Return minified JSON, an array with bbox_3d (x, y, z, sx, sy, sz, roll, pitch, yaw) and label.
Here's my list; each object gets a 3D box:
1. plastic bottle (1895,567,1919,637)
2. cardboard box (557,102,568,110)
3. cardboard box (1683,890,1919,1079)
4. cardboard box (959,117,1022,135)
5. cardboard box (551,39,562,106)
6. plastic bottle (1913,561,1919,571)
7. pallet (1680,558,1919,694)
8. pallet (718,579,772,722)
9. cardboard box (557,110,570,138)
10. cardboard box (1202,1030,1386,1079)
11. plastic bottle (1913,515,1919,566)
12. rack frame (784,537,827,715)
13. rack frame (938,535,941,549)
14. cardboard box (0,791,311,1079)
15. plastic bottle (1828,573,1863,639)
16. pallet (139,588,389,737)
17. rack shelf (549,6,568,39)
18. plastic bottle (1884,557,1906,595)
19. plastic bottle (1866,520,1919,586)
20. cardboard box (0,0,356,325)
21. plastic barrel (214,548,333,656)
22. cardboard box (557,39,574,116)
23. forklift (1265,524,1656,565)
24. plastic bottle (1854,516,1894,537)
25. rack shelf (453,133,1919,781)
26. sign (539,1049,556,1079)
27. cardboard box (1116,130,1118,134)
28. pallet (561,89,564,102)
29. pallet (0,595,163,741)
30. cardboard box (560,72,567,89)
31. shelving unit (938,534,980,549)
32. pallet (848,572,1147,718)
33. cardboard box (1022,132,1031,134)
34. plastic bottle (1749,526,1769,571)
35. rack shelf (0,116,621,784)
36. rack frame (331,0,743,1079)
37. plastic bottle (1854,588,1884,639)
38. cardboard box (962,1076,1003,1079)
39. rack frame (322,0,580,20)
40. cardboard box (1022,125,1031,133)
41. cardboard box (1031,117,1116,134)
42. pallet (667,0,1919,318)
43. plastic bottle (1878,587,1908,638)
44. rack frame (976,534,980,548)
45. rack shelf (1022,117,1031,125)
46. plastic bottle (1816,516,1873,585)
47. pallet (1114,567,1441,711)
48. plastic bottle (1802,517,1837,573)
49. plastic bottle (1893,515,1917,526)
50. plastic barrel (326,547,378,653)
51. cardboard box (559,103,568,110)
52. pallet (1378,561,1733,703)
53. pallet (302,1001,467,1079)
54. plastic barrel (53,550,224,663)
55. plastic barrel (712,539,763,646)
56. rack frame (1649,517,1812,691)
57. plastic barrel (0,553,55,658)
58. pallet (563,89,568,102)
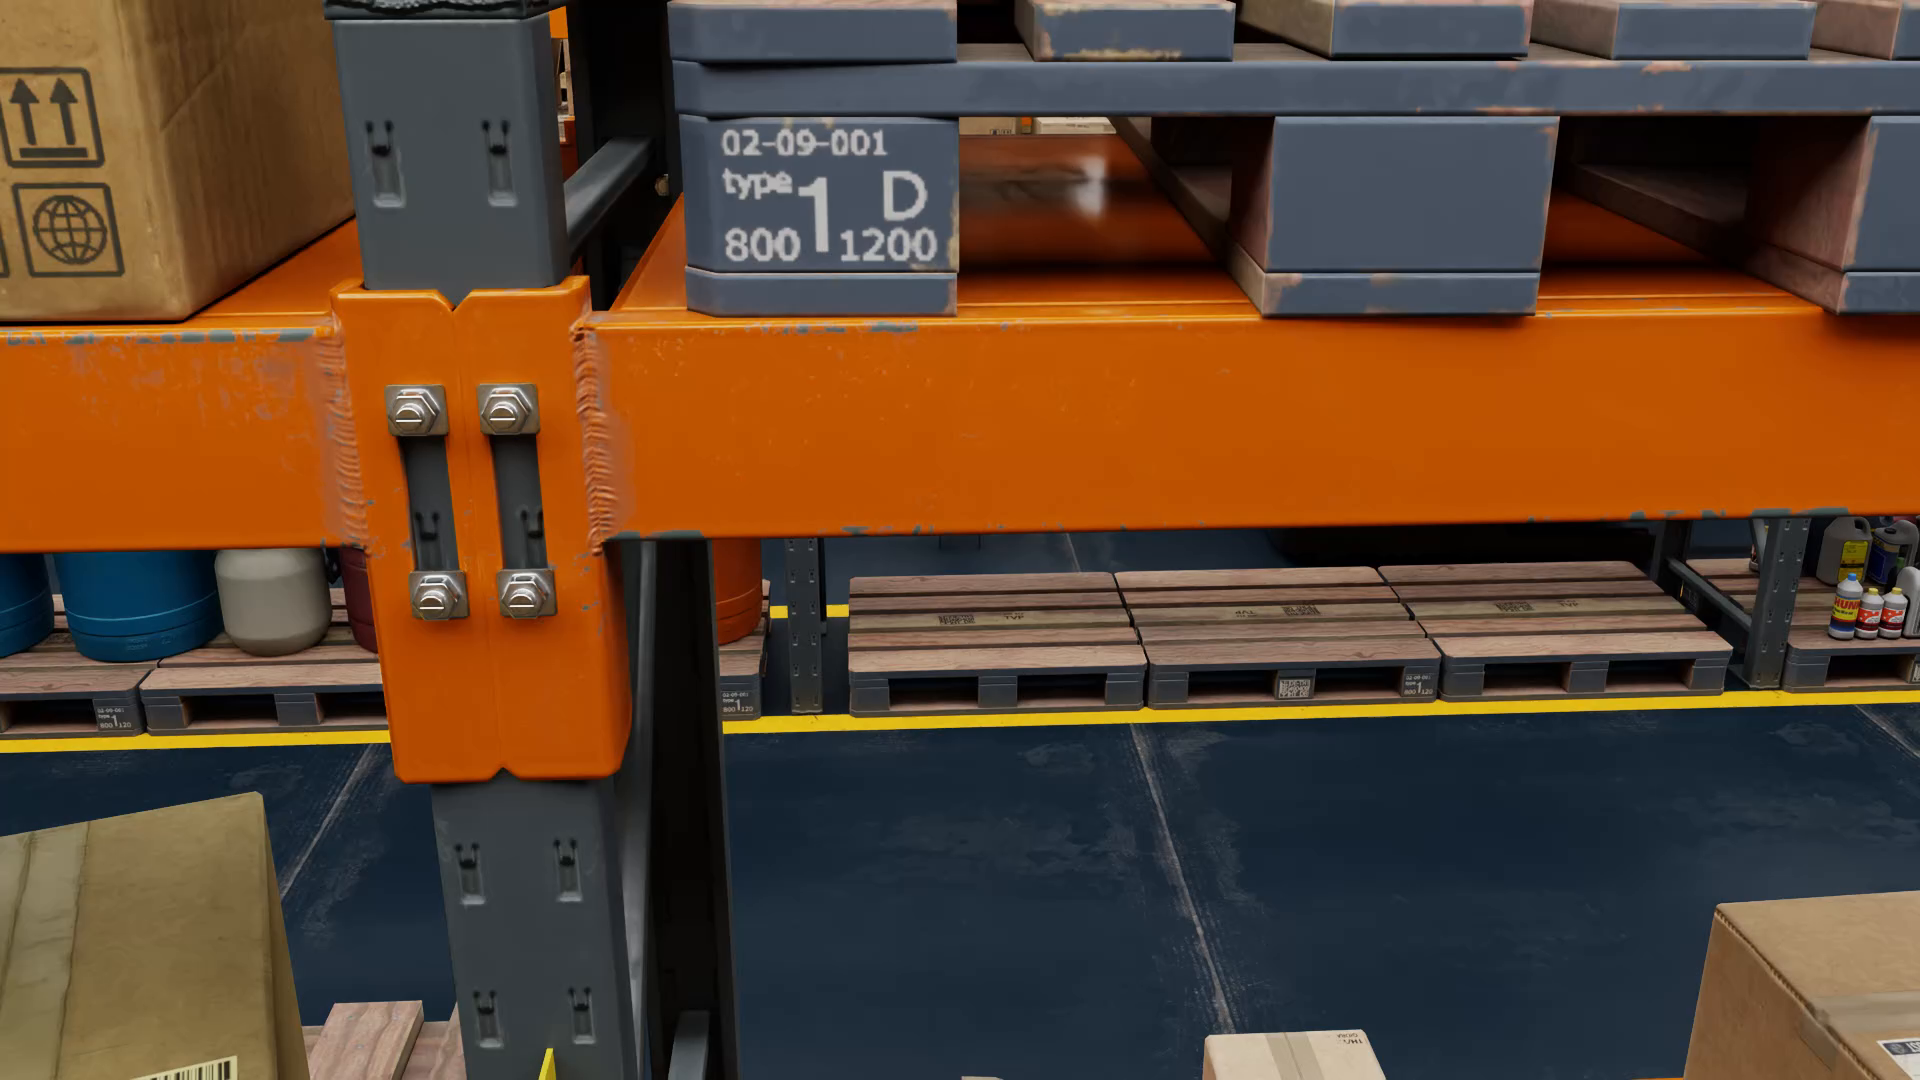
[{"bbox_3d":[4.008,0.251,6.957,0.135,0.276,0.152,0,21,-1],"label":"plastic bottle"},{"bbox_3d":[-2.958,-2.729,11.432,0.500,0.500,0.500,-1,21,-3],"label":"cardboard box"},{"bbox_3d":[1.304,0.805,2.151,0.500,0.500,0.500,-2,21,-6],"label":"cardboard box"},{"bbox_3d":[0.156,-2.943,11.404,0.500,0.500,0.700,2,21,5],"label":"cardboard box"},{"bbox_3d":[-2.983,-3.106,11.013,0.637,0.503,0.797,0,21,-1],"label":"cardboard box"},{"bbox_3d":[4.165,0.163,7.083,0.185,0.351,0.144,-1,21,-3],"label":"plastic bottle"},{"bbox_3d":[4.017,0.355,7.393,1.213,0.211,1.003,-1,21,-3],"label":"pallet"},{"bbox_3d":[-1.434,0.466,7.101,1.213,0.211,1.003,-1,21,-3],"label":"pallet"},{"bbox_3d":[-2.427,-2.557,10.980,0.500,0.500,0.500,-2,21,-5],"label":"cardboard box"},{"bbox_3d":[0.512,0.892,2.415,0.250,0.149,0.380,-1,21,-3],"label":"cardboard box"},{"bbox_3d":[4.484,-0.043,7.623,0.185,0.351,0.144,-1,21,-3],"label":"plastic bottle"},{"bbox_3d":[-0.650,-0.868,6.686,0.127,3.000,1.000,-1,21,-3],"label":"rack frame"},{"bbox_3d":[-0.110,-0.418,8.455,0.006,0.900,0.240,-1,21,-3],"label":"rack frame"},{"bbox_3d":[-0.993,0.701,1.833,0.500,0.500,0.700,-8,22,-21],"label":"cardboard box"},{"bbox_3d":[3.687,0.269,6.915,0.097,0.271,0.097,0,21,0],"label":"plastic bottle"},{"bbox_3d":[-2.649,0.489,7.039,1.213,0.211,1.003,-1,21,-3],"label":"pallet"},{"bbox_3d":[-2.646,-1.893,6.174,4.000,0.370,1.077,-1,21,-3],"label":"rack shelf"},{"bbox_3d":[4.002,0.209,7.055,0.133,0.283,0.061,-1,21,-3],"label":"plastic bottle"},{"bbox_3d":[4.196,0.050,7.482,0.135,0.276,0.152,-1,21,-3],"label":"plastic bottle"},{"bbox_3d":[-0.804,-0.536,1.458,0.500,0.500,0.910,-1,21,-3],"label":"cardboard box"},{"bbox_3d":[-2.823,0.180,6.838,0.421,0.512,0.421,0,21,0],"label":"plastic barrel"},{"bbox_3d":[-2.314,-3.122,11.055,0.637,0.503,0.797,-1,21,-2],"label":"cardboard box"},{"bbox_3d":[3.081,-1.433,8.266,3.031,2.935,1.130,-1,21,-1],"label":"forklift"},{"bbox_3d":[4.162,-0.037,7.606,0.185,0.351,0.144,-2,21,-6],"label":"plastic bottle"},{"bbox_3d":[1.626,-0.215,1.765,4.000,0.370,1.077,-1,21,-3],"label":"rack shelf"},{"bbox_3d":[-0.330,0.580,1.367,0.005,0.325,0.100,-1,21,-3],"label":"sign"},{"bbox_3d":[1.336,-2.886,11.249,0.637,0.503,0.797,1,21,2],"label":"cardboard box"},{"bbox_3d":[-4.337,-4.185,15.666,1.213,0.211,1.003,-1,21,-3],"label":"pallet"},{"bbox_3d":[-3.870,0.515,6.971,1.213,0.211,1.003,-1,21,-3],"label":"pallet"},{"bbox_3d":[-3.657,-4.255,15.345,0.250,0.149,0.380,-2,21,-5],"label":"cardboard box"},{"bbox_3d":[-0.008,-0.420,8.460,0.210,0.900,0.258,-1,21,-3],"label":"shelving unit"},{"bbox_3d":[0.126,0.433,7.187,1.213,0.211,1.003,-1,21,-3],"label":"pallet"},{"bbox_3d":[0.371,-3.536,16.264,0.750,0.750,1.050,-1,21,-2],"label":"cardboard box"},{"bbox_3d":[3.688,0.034,7.629,0.097,0.201,0.097,0,21,0],"label":"plastic bottle"},{"bbox_3d":[-2.367,-0.134,1.552,4.000,0.370,1.077,-1,21,-3],"label":"rack shelf"},{"bbox_3d":[-0.371,0.891,2.064,0.127,3.000,1.000,-1,21,-3],"label":"rack frame"},{"bbox_3d":[3.789,0.300,6.933,0.097,0.201,0.097,0,21,0],"label":"plastic bottle"},{"bbox_3d":[-0.005,0.941,2.059,0.500,0.311,0.500,0,21,0],"label":"cardboard box"},{"bbox_3d":[-0.371,-1.912,0.997,0.127,3.000,1.000,-1,21,-3],"label":"rack frame"},{"bbox_3d":[0.560,-5.155,21.049,0.625,0.372,0.950,0,21,-1],"label":"cardboard box"},{"bbox_3d":[0.754,-2.706,11.134,0.500,0.250,0.500,-2,21,-5],"label":"cardboard box"},{"bbox_3d":[0.302,-0.468,1.684,1.003,0.211,1.213,0,21,-1],"label":"pallet"},{"bbox_3d":[3.890,0.298,6.938,0.097,0.201,0.097,0,21,0],"label":"plastic bottle"},{"bbox_3d":[0.093,-0.422,8.466,0.006,0.900,0.240,-1,21,-3],"label":"rack frame"},{"bbox_3d":[0.882,-4.096,16.175,4.000,0.370,1.077,-1,21,-3],"label":"rack shelf"},{"bbox_3d":[3.979,0.018,7.461,0.185,0.351,0.144,-1,21,-3],"label":"plastic bottle"},{"bbox_3d":[1.341,0.409,7.250,1.213,0.211,1.003,-1,21,-3],"label":"pallet"},{"bbox_3d":[3.970,-0.033,7.596,0.185,0.351,0.144,-2,21,-4],"label":"plastic bottle"},{"bbox_3d":[4.322,-0.023,7.666,0.133,0.283,0.061,0,21,1],"label":"plastic bottle"},{"bbox_3d":[-2.264,0.101,6.938,0.708,0.588,0.600,-1,21,-3],"label":"plastic barrel"},{"bbox_3d":[-2.459,-2.738,11.457,0.500,0.500,0.500,-2,21,-4],"label":"cardboard box"},{"bbox_3d":[2.562,0.383,7.318,1.213,0.211,1.003,-1,21,-3],"label":"pallet"},{"bbox_3d":[-1.043,1.020,1.997,1.003,0.211,1.213,-1,21,-3],"label":"pallet"},{"bbox_3d":[-3.392,-0.022,6.822,0.708,0.901,0.600,-1,21,-3],"label":"plastic barrel"},{"bbox_3d":[-1.137,-0.034,6.956,0.708,0.830,0.600,-1,21,-3],"label":"plastic barrel"},{"bbox_3d":[3.344,-0.950,6.899,0.127,3.000,1.000,-1,21,-3],"label":"rack frame"},{"bbox_3d":[-4.099,-0.008,6.784,0.708,0.901,0.600,-1,21,-3],"label":"plastic barrel"},{"bbox_3d":[-3.089,-4.247,15.831,1.213,0.211,1.003,-1,21,-3],"label":"pallet"}]
